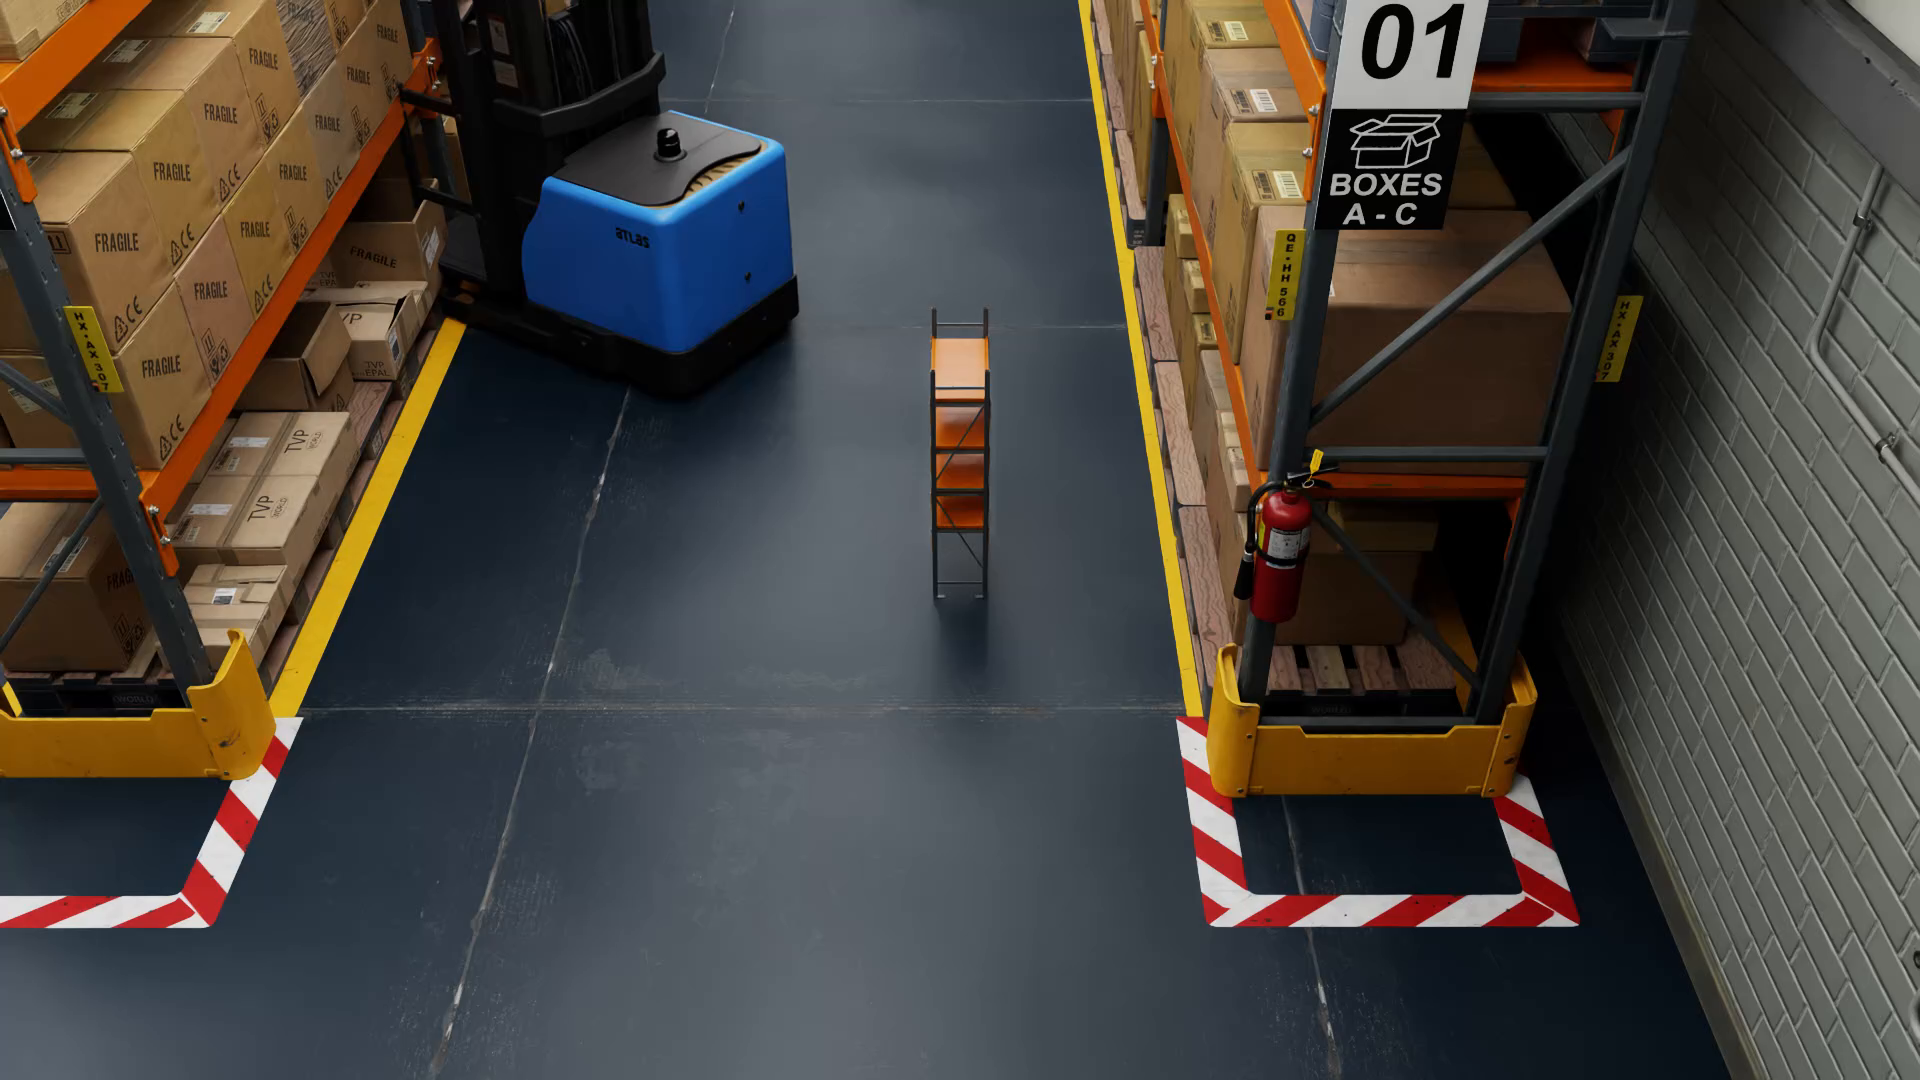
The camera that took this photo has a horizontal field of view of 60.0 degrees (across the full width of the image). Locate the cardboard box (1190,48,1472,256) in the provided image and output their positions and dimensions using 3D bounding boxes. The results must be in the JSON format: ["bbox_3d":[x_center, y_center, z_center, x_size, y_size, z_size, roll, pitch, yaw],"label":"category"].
[{"bbox_3d":[1.564,-1.655,7.177,0.980,0.700,0.700,-2,39,-2],"label":"cardboard box"}]

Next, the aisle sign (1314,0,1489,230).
[{"bbox_3d":[1.278,-1.257,4.841,0.394,0.787,0.004,0,39,0],"label":"aisle sign"}]

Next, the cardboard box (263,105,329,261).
[{"bbox_3d":[-3.115,-1.547,7.202,0.500,0.500,0.500,0,39,1],"label":"cardboard box"}]

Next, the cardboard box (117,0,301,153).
[{"bbox_3d":[-3.117,-1.946,6.900,0.500,0.500,0.500,0,39,0],"label":"cardboard box"}]

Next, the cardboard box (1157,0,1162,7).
[{"bbox_3d":[1.321,-3.240,9.061,0.500,0.500,0.500,-1,39,-1],"label":"cardboard box"}]

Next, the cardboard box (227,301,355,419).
[{"bbox_3d":[-3.373,-0.806,8.001,0.797,0.503,0.637,0,39,0],"label":"cardboard box"}]

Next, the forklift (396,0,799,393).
[{"bbox_3d":[-2.412,-2.601,8.652,3.031,2.935,1.130,22,43,25],"label":"forklift"}]

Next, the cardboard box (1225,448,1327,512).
[{"bbox_3d":[1.295,-0.247,6.804,0.380,0.149,0.250,0,39,-1],"label":"cardboard box"}]

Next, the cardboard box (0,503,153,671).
[{"bbox_3d":[-3.622,0.182,6.771,0.500,0.500,0.500,0,39,0],"label":"cardboard box"}]

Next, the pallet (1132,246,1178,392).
[{"bbox_3d":[1.496,-1.225,9.110,1.003,0.211,1.213,0,39,0],"label":"pallet"}]

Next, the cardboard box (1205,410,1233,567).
[{"bbox_3d":[1.477,-0.227,7.297,0.700,0.500,0.500,0,39,0],"label":"cardboard box"}]

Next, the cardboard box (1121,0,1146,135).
[{"bbox_3d":[1.439,-3.076,10.573,0.750,0.750,0.750,1,39,1],"label":"cardboard box"}]

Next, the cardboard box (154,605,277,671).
[{"bbox_3d":[-3.032,0.397,6.784,0.380,0.149,0.250,0,39,0],"label":"cardboard box"}]

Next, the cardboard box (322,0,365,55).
[{"bbox_3d":[-3.117,-2.576,7.686,0.500,0.500,0.500,-1,39,-1],"label":"cardboard box"}]

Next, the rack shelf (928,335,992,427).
[{"bbox_3d":[0.000,-0.671,7.000,0.258,0.148,0.480,0,39,0],"label":"rack shelf"}]

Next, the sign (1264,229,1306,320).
[{"bbox_3d":[1.036,-0.840,5.284,0.100,0.325,0.005,0,39,0],"label":"sign"}]

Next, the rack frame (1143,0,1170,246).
[{"bbox_3d":[1.574,-2.789,8.831,1.000,3.000,0.127,0,39,0],"label":"rack frame"}]

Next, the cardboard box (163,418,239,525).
[{"bbox_3d":[-3.593,-0.314,7.590,0.500,0.250,0.500,0,39,0],"label":"cardboard box"}]

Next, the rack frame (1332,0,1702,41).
[{"bbox_3d":[1.578,-2.629,3.834,1.000,3.000,0.127,0,39,0],"label":"rack frame"}]

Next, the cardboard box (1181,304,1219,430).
[{"bbox_3d":[1.468,-0.874,8.106,0.700,0.500,0.500,1,39,1],"label":"cardboard box"}]

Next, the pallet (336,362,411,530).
[{"bbox_3d":[-3.376,-0.500,8.206,1.003,0.211,1.213,0,39,0],"label":"pallet"}]

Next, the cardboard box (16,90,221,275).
[{"bbox_3d":[-3.120,-1.315,6.113,0.500,0.500,0.500,0,39,0],"label":"cardboard box"}]

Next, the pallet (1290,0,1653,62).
[{"bbox_3d":[1.567,-1.887,5.379,1.003,0.211,1.213,0,39,0],"label":"pallet"}]

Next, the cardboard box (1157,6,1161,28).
[{"bbox_3d":[1.290,-2.910,9.167,0.380,0.149,0.250,0,39,0],"label":"cardboard box"}]

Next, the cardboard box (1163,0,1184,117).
[{"bbox_3d":[1.558,-2.567,8.314,0.980,0.700,0.700,1,39,1],"label":"cardboard box"}]

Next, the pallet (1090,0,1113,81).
[{"bbox_3d":[1.495,-3.709,12.210,1.003,0.211,1.213,0,39,0],"label":"pallet"}]

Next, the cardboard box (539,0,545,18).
[{"bbox_3d":[-3.148,-3.572,11.456,0.500,0.500,0.500,-1,39,-2],"label":"cardboard box"}]

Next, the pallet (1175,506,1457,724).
[{"bbox_3d":[1.499,0.301,7.206,1.003,0.211,1.213,0,39,0],"label":"pallet"}]

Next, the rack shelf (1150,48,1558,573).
[{"bbox_3d":[1.576,-1.257,7.496,1.077,0.370,4.000,0,39,0],"label":"rack shelf"}]

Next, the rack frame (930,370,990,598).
[{"bbox_3d":[0.000,-0.212,7.055,0.240,1.200,0.015,0,39,0],"label":"rack frame"}]

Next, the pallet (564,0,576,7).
[{"bbox_3d":[-3.421,-3.729,12.235,1.003,0.211,1.213,0,39,0],"label":"pallet"}]

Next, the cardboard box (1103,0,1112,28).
[{"bbox_3d":[1.439,-4.155,11.920,0.750,0.750,0.750,-1,39,-1],"label":"cardboard box"}]

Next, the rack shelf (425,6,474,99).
[{"bbox_3d":[-3.382,-3.753,10.610,1.077,0.370,4.000,0,39,0],"label":"rack shelf"}]

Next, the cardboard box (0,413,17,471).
[{"bbox_3d":[-3.648,-0.601,6.021,0.500,0.500,0.500,1,39,1],"label":"cardboard box"}]

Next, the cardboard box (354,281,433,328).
[{"bbox_3d":[-3.035,-1.252,8.841,0.380,0.149,0.250,0,39,0],"label":"cardboard box"}]

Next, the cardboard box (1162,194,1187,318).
[{"bbox_3d":[1.472,-1.510,8.898,0.700,0.500,0.500,0,39,1],"label":"cardboard box"}]

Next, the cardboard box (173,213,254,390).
[{"bbox_3d":[-3.118,-0.921,6.421,0.500,0.500,0.500,0,39,0],"label":"cardboard box"}]

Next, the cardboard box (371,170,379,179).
[{"bbox_3d":[-3.667,-2.288,9.853,0.500,0.500,0.500,0,39,0],"label":"cardboard box"}]

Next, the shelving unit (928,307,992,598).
[{"bbox_3d":[0.000,-0.365,7.246,0.258,1.200,0.503,0,39,0],"label":"shelving unit"}]

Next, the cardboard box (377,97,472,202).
[{"bbox_3d":[-3.137,-2.282,9.846,0.500,0.500,0.500,-2,39,-2],"label":"cardboard box"}]

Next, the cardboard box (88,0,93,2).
[{"bbox_3d":[-3.109,-2.028,5.603,0.500,0.250,0.500,0,39,0],"label":"cardboard box"}]

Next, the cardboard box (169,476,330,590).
[{"bbox_3d":[-3.093,-0.033,7.240,0.500,0.250,0.500,0,39,0],"label":"cardboard box"}]

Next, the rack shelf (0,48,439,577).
[{"bbox_3d":[-3.378,-1.252,7.488,1.077,0.370,4.000,0,39,0],"label":"rack shelf"}]

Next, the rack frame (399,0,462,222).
[{"bbox_3d":[-3.380,-2.783,8.824,1.000,3.000,0.127,0,39,0],"label":"rack frame"}]

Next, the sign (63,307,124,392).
[{"bbox_3d":[-2.833,-0.620,5.433,0.100,0.325,0.005,0,39,0],"label":"sign"}]

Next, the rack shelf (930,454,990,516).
[{"bbox_3d":[0.000,-0.312,7.288,0.258,0.148,0.480,0,39,0],"label":"rack shelf"}]

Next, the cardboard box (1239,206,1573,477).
[{"bbox_3d":[1.568,-0.723,6.014,0.980,0.700,0.700,2,39,2],"label":"cardboard box"}]

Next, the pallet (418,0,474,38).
[{"bbox_3d":[-3.272,-3.208,9.508,1.003,0.211,1.213,0,39,0],"label":"pallet"}]

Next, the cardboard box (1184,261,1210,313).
[{"bbox_3d":[1.291,-1.222,8.021,0.380,0.149,0.250,-1,39,-1],"label":"cardboard box"}]

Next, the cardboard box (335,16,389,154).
[{"bbox_3d":[-3.121,-2.187,8.001,0.500,0.500,0.500,1,39,1],"label":"cardboard box"}]

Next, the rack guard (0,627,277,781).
[{"bbox_3d":[-3.375,0.646,6.544,1.175,0.500,0.348,0,39,0],"label":"rack guard"}]
